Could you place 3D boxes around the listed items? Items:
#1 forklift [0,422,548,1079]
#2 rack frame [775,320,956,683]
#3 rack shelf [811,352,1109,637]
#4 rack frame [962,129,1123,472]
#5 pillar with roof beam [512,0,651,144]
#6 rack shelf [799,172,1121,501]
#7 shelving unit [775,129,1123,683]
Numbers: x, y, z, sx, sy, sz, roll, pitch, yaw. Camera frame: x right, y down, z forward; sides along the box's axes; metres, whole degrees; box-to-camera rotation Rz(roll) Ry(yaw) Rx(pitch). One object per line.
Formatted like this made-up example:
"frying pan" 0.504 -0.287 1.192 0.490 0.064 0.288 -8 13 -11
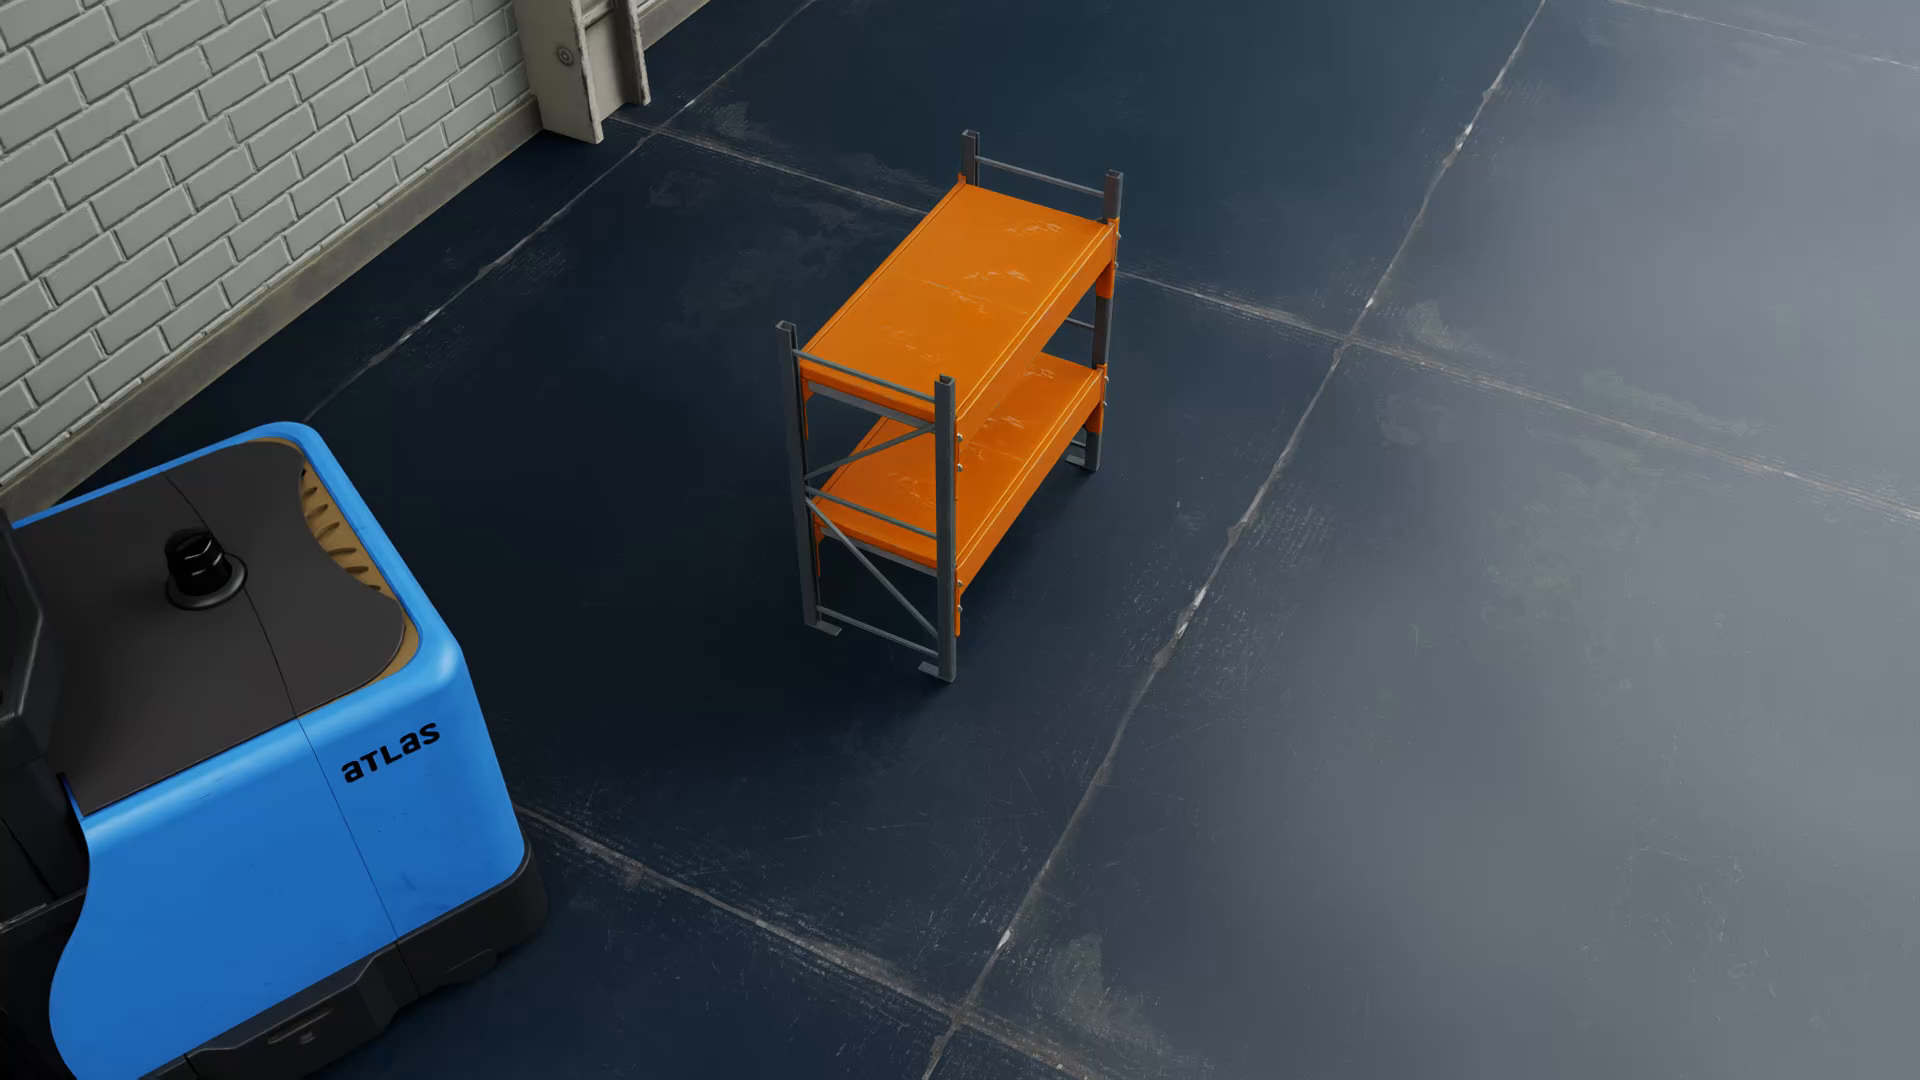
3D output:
"forklift" -2.543 0.299 2.894 3.031 2.935 1.130 -27 51 -24
"rack frame" -0.239 -0.071 4.529 0.500 1.125 0.032 20 49 19
"rack shelf" -0.003 -0.219 5.020 0.538 0.278 1.000 20 49 19
"rack frame" 0.233 -0.711 5.162 0.500 1.125 0.032 20 49 19
"pillar with roof beam" 2.268 -3.550 2.432 9.100 9.000 0.400 20 49 19
"rack shelf" -0.003 -0.597 4.638 0.538 0.278 1.000 20 49 19
"shelving unit" -0.003 -0.391 4.846 0.538 1.125 1.048 20 49 19
